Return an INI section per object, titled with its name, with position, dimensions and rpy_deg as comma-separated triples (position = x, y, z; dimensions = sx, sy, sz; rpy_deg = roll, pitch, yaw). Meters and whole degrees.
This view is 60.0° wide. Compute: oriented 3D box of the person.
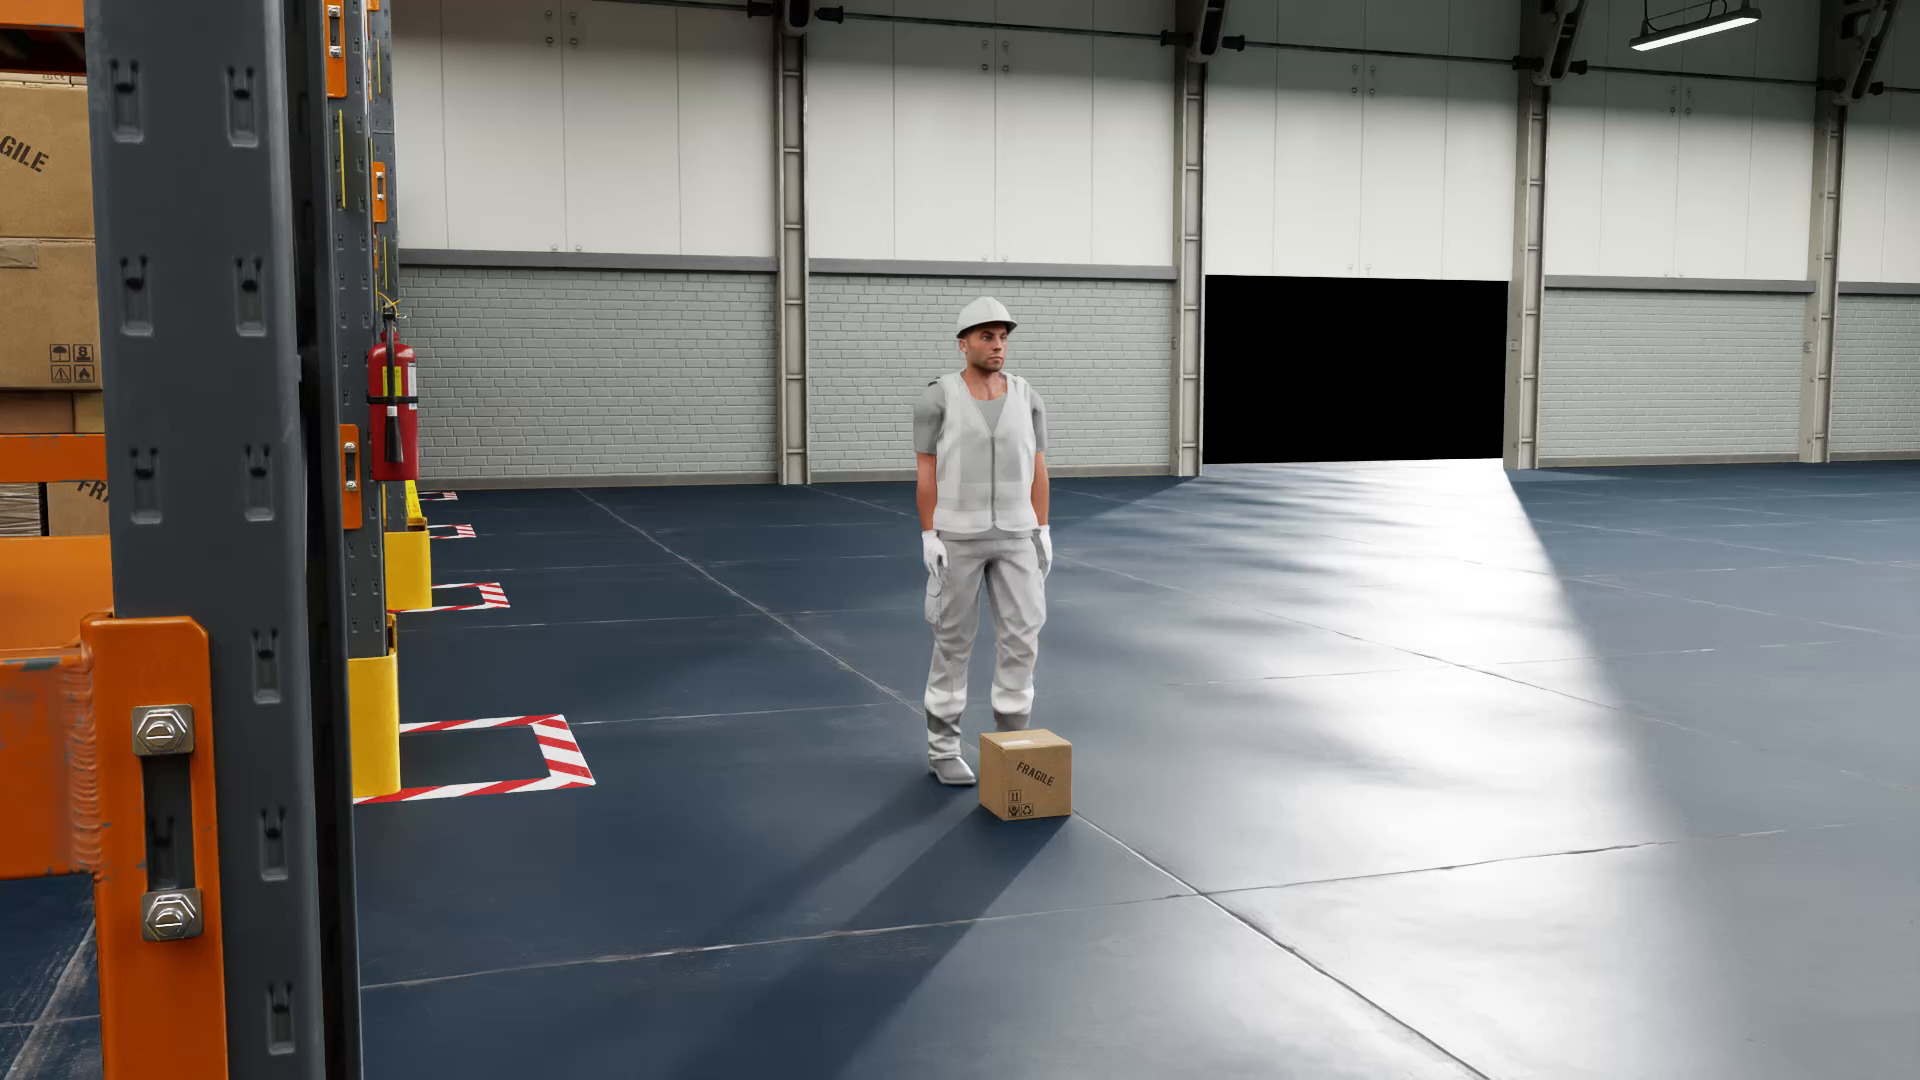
[person]
position = 0.099, 0.007, 6.107
dimensions = 0.522, 1.790, 0.387
rpy_deg = -2, 6, -17
